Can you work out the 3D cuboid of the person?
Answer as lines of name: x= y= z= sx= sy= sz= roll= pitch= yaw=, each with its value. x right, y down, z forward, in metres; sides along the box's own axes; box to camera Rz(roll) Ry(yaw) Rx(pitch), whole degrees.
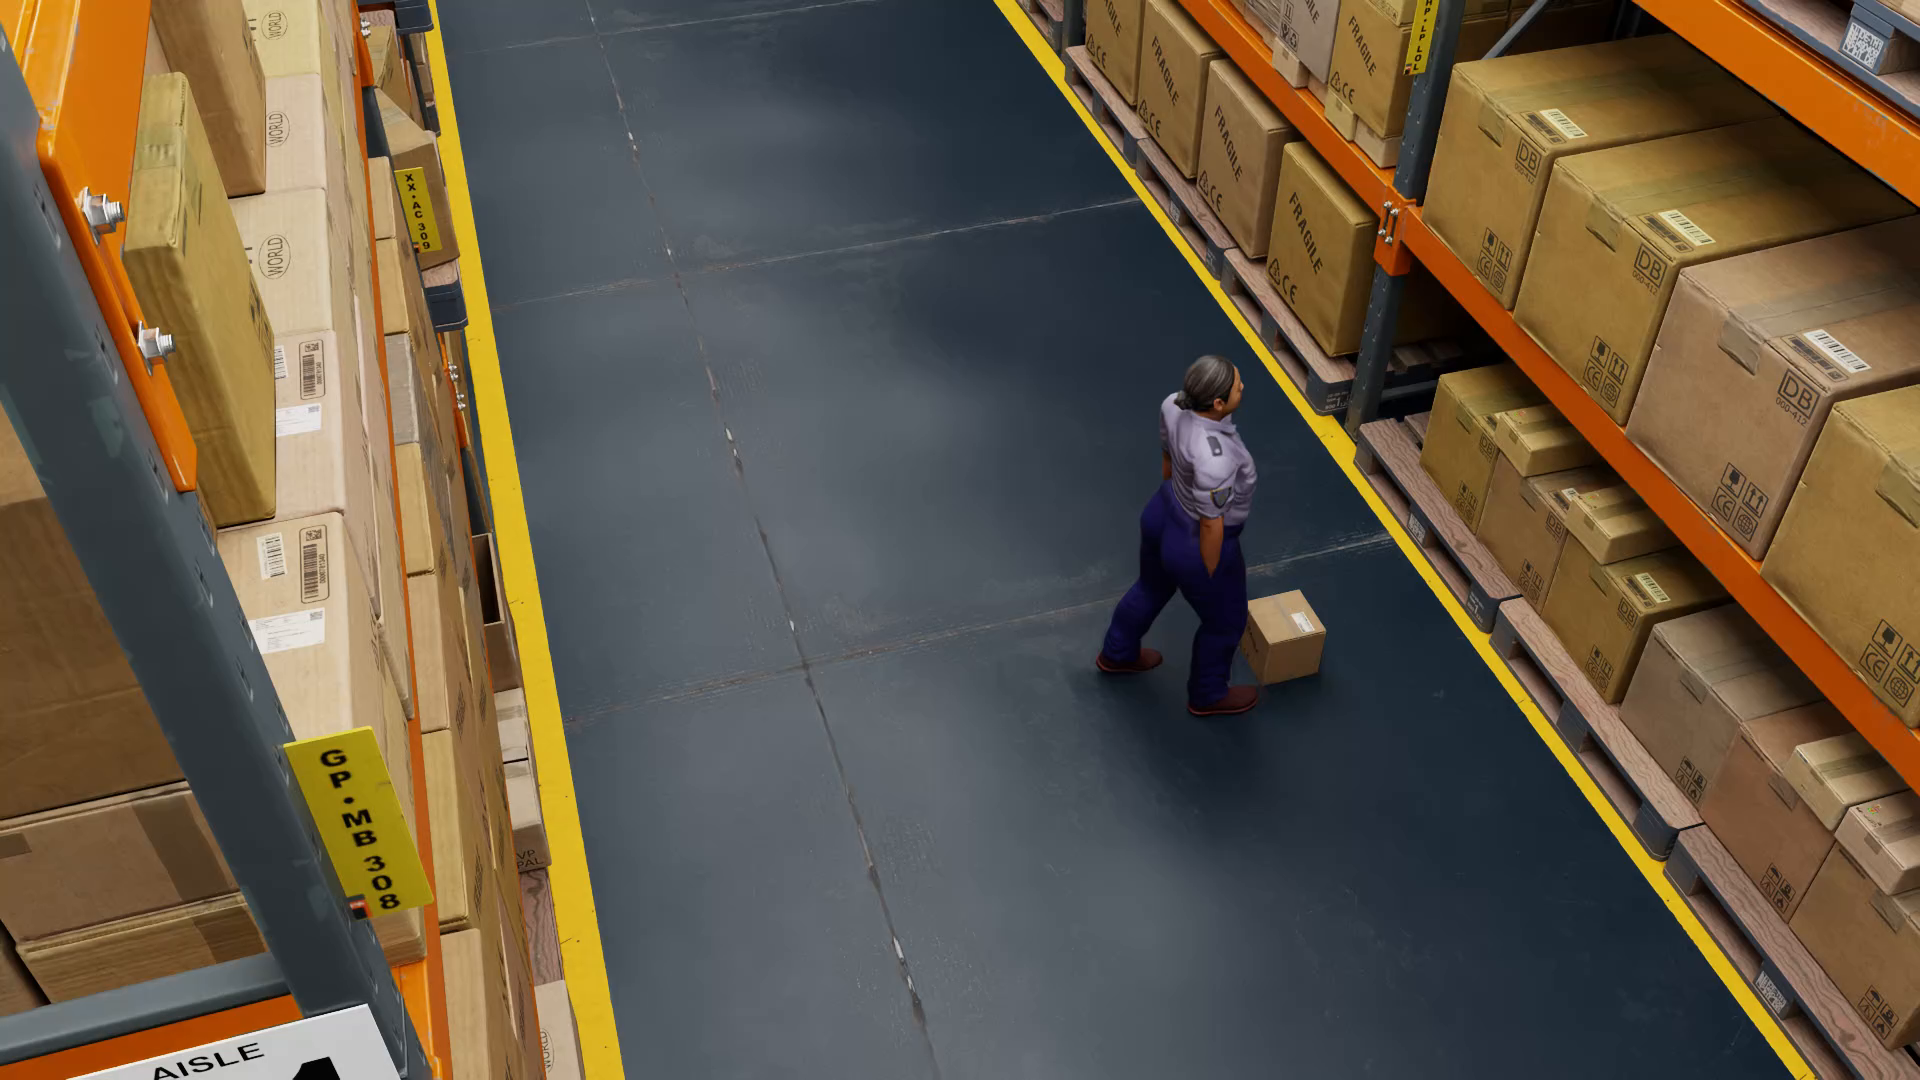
person: x=0.880 y=-0.010 z=6.206 sx=0.565 sy=1.667 sz=0.476 roll=-11 pitch=44 yaw=-12
